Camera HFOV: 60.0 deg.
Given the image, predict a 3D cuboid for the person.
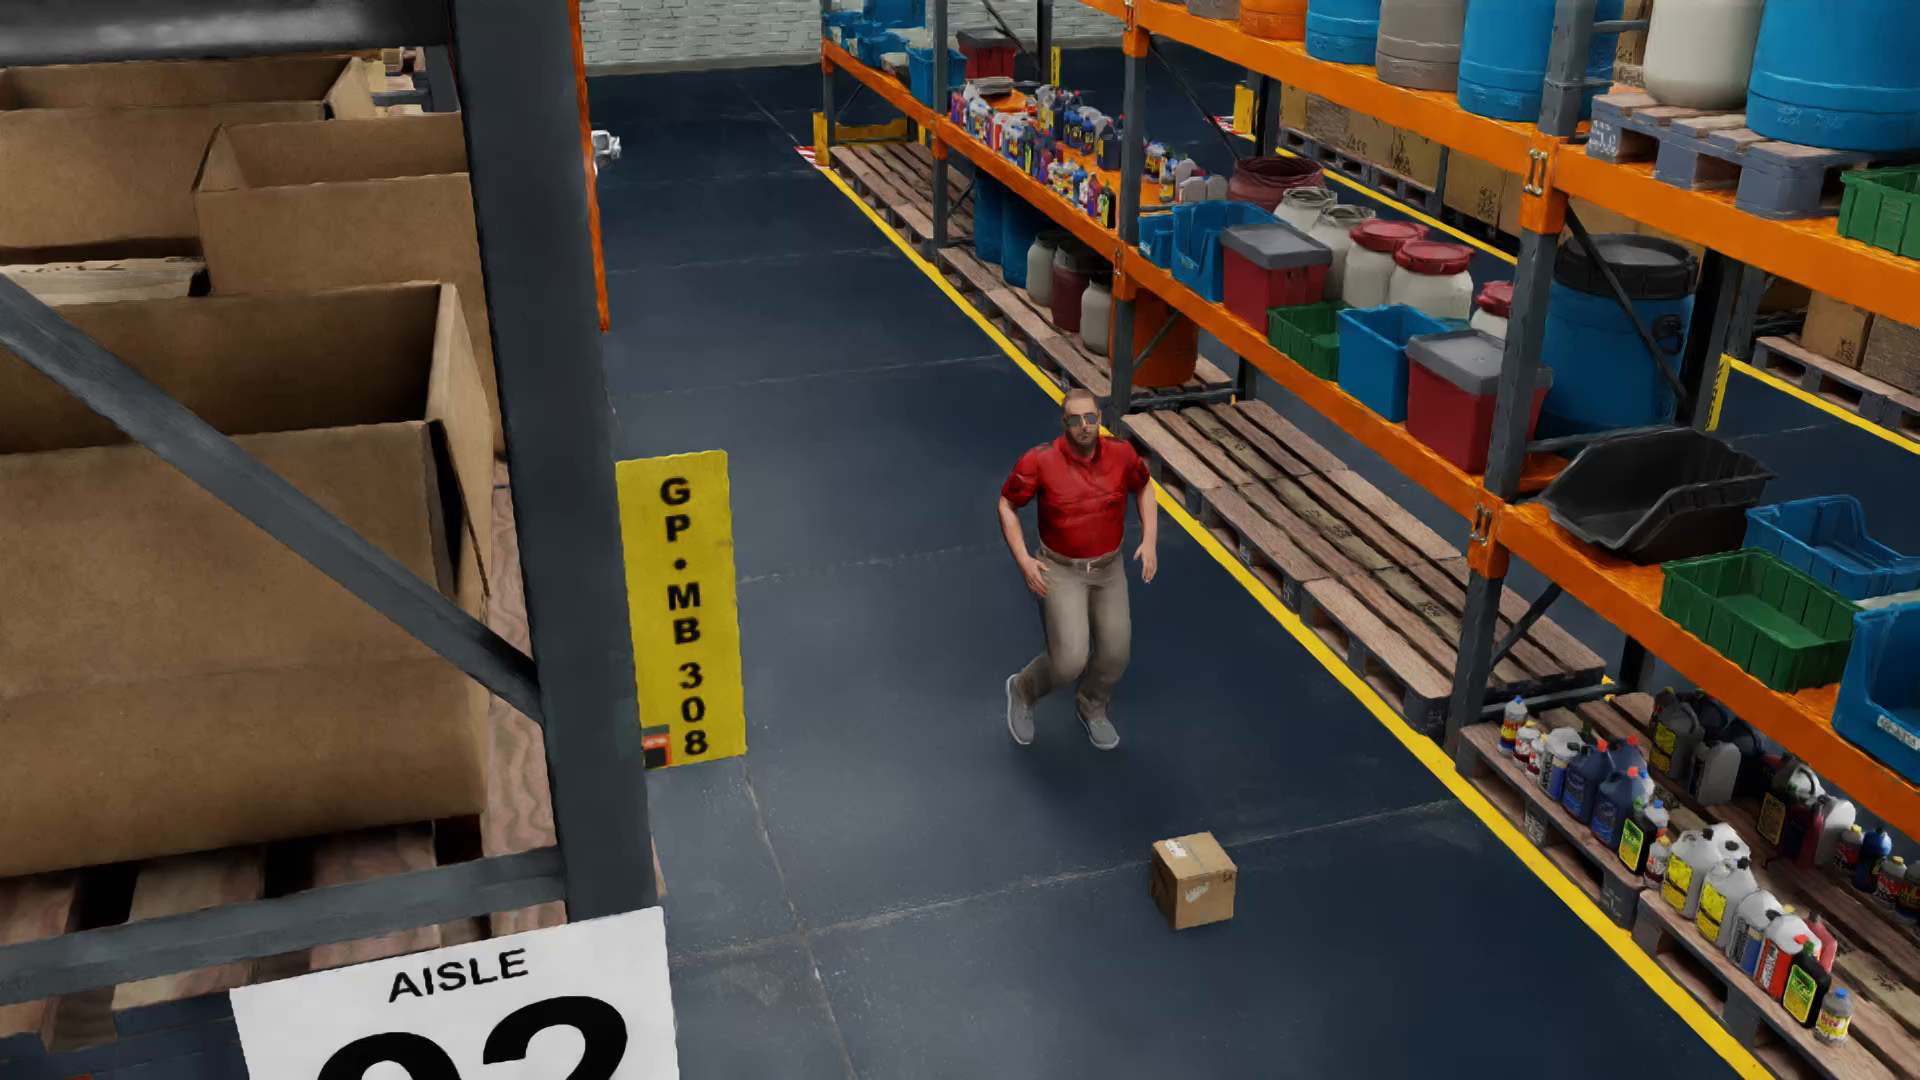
[{"bbox_3d":[0.569,0.148,7.379,0.717,1.696,0.508,-11,28,-22],"label":"person"}]
